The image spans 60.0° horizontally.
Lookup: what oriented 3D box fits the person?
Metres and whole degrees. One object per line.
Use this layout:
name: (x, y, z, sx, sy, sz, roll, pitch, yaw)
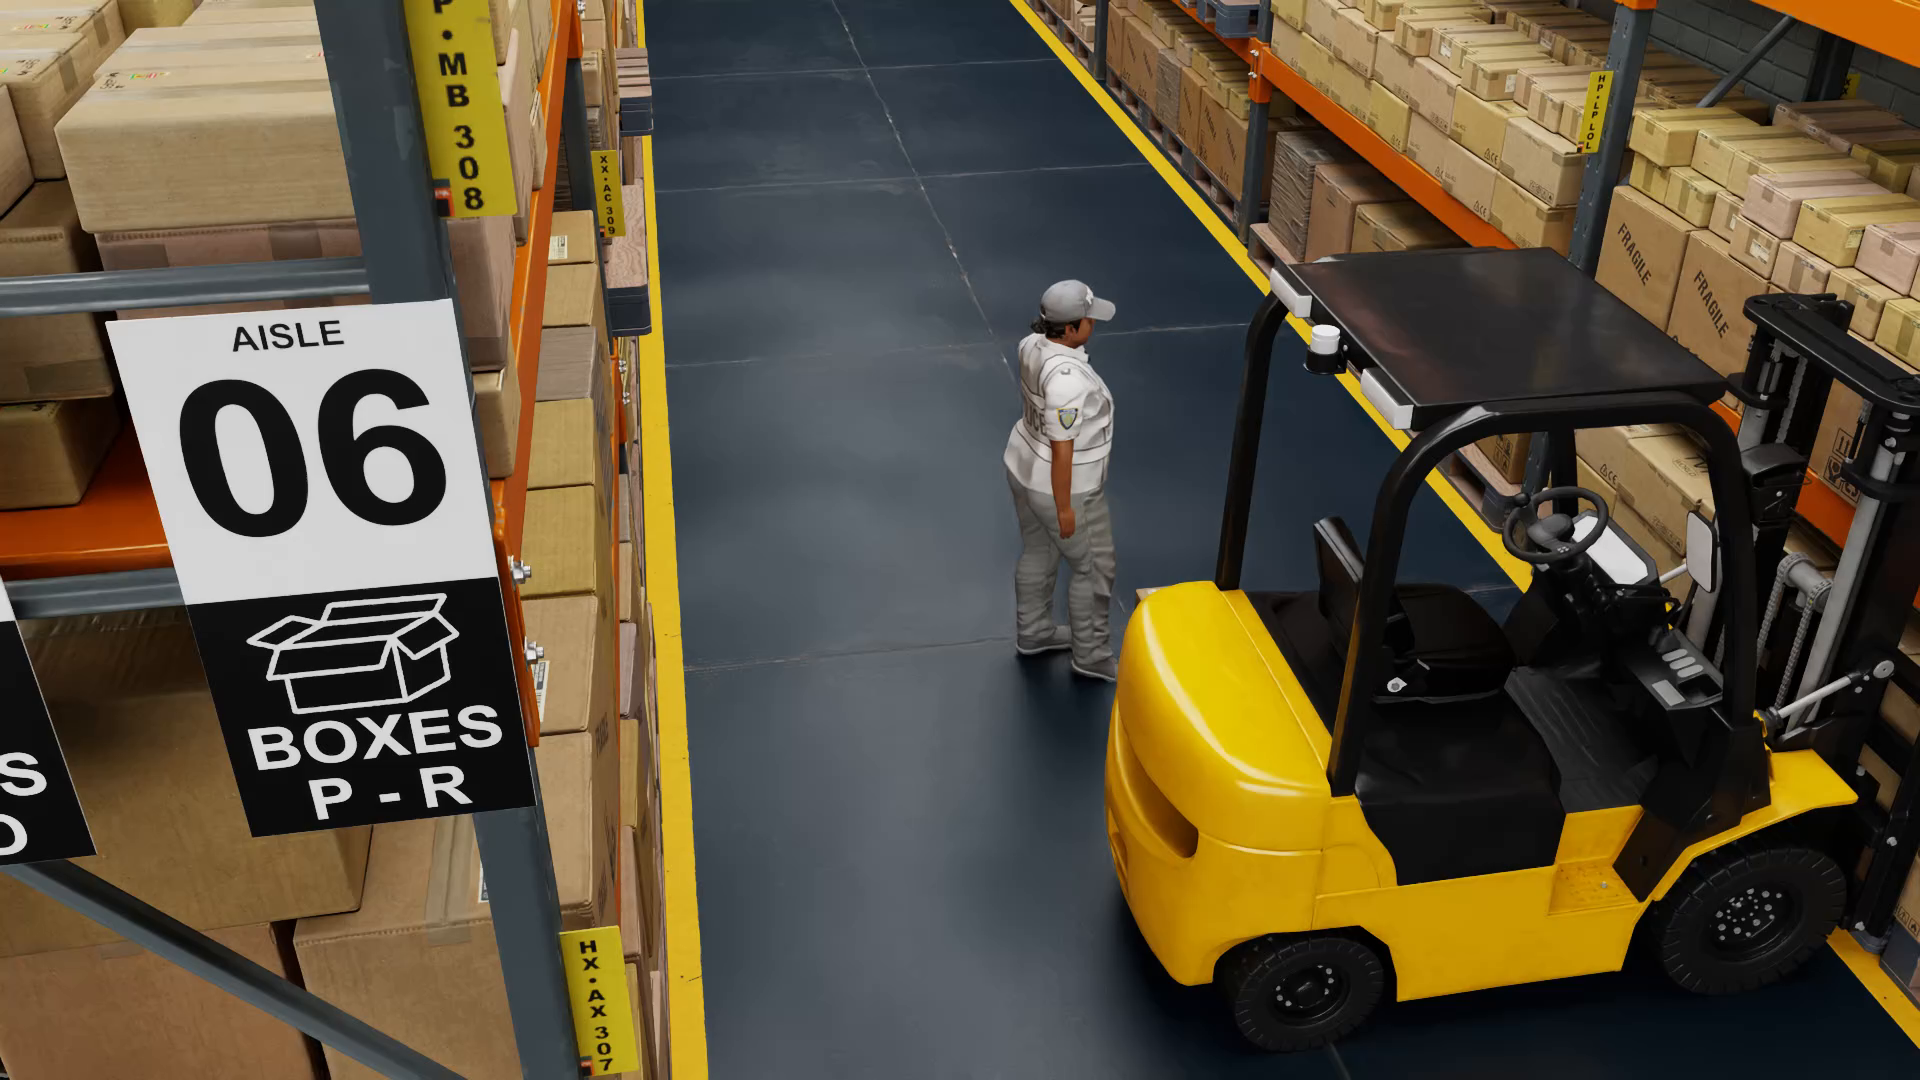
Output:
person: (0.436, -0.230, 6.537, 0.498, 1.698, 0.532, -11, 33, -17)
